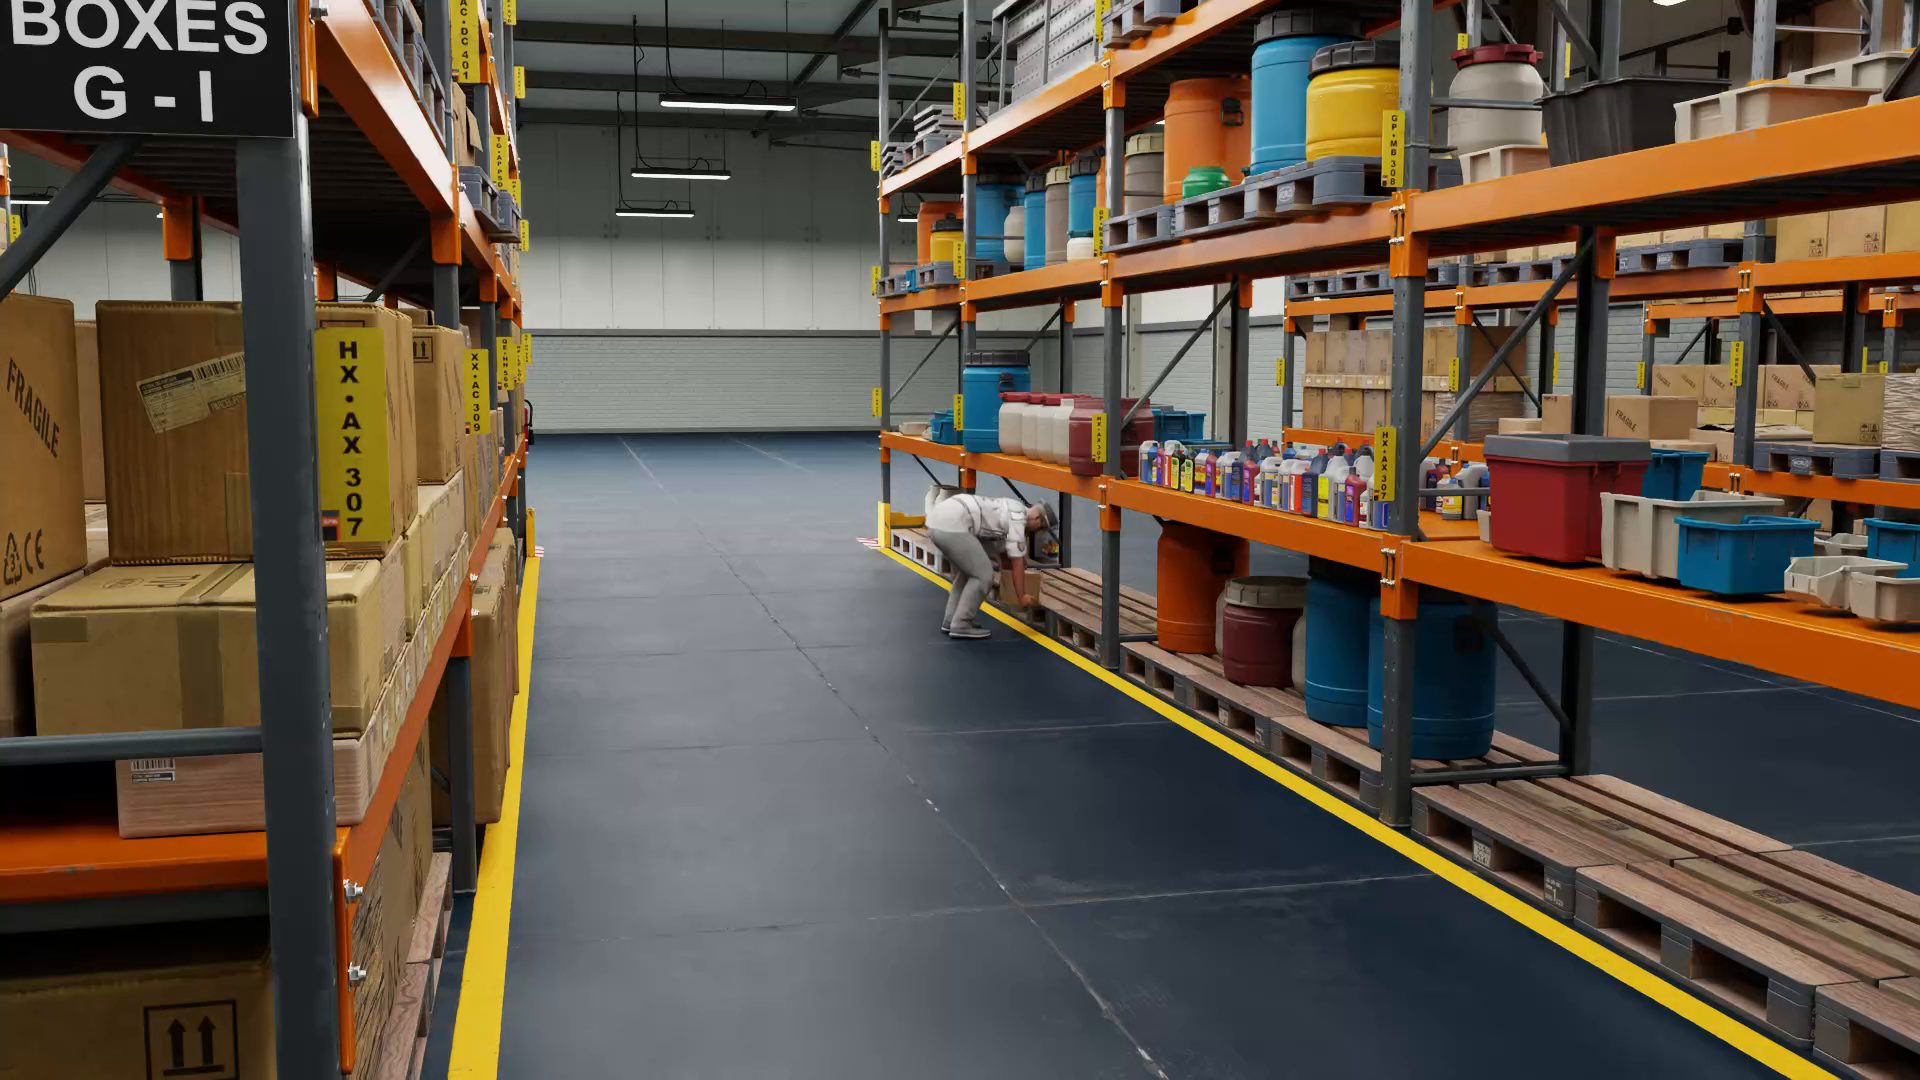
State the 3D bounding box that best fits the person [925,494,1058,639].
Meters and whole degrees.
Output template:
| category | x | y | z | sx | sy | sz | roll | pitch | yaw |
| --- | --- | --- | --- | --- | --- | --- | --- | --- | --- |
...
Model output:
| category | x | y | z | sx | sy | sz | roll | pitch | yaw |
| --- | --- | --- | --- | --- | --- | --- | --- | --- | --- |
| person | 0.260 | 0.185 | 12.809 | 1.045 | 1.091 | 0.507 | -2 | 6 | -16 |
